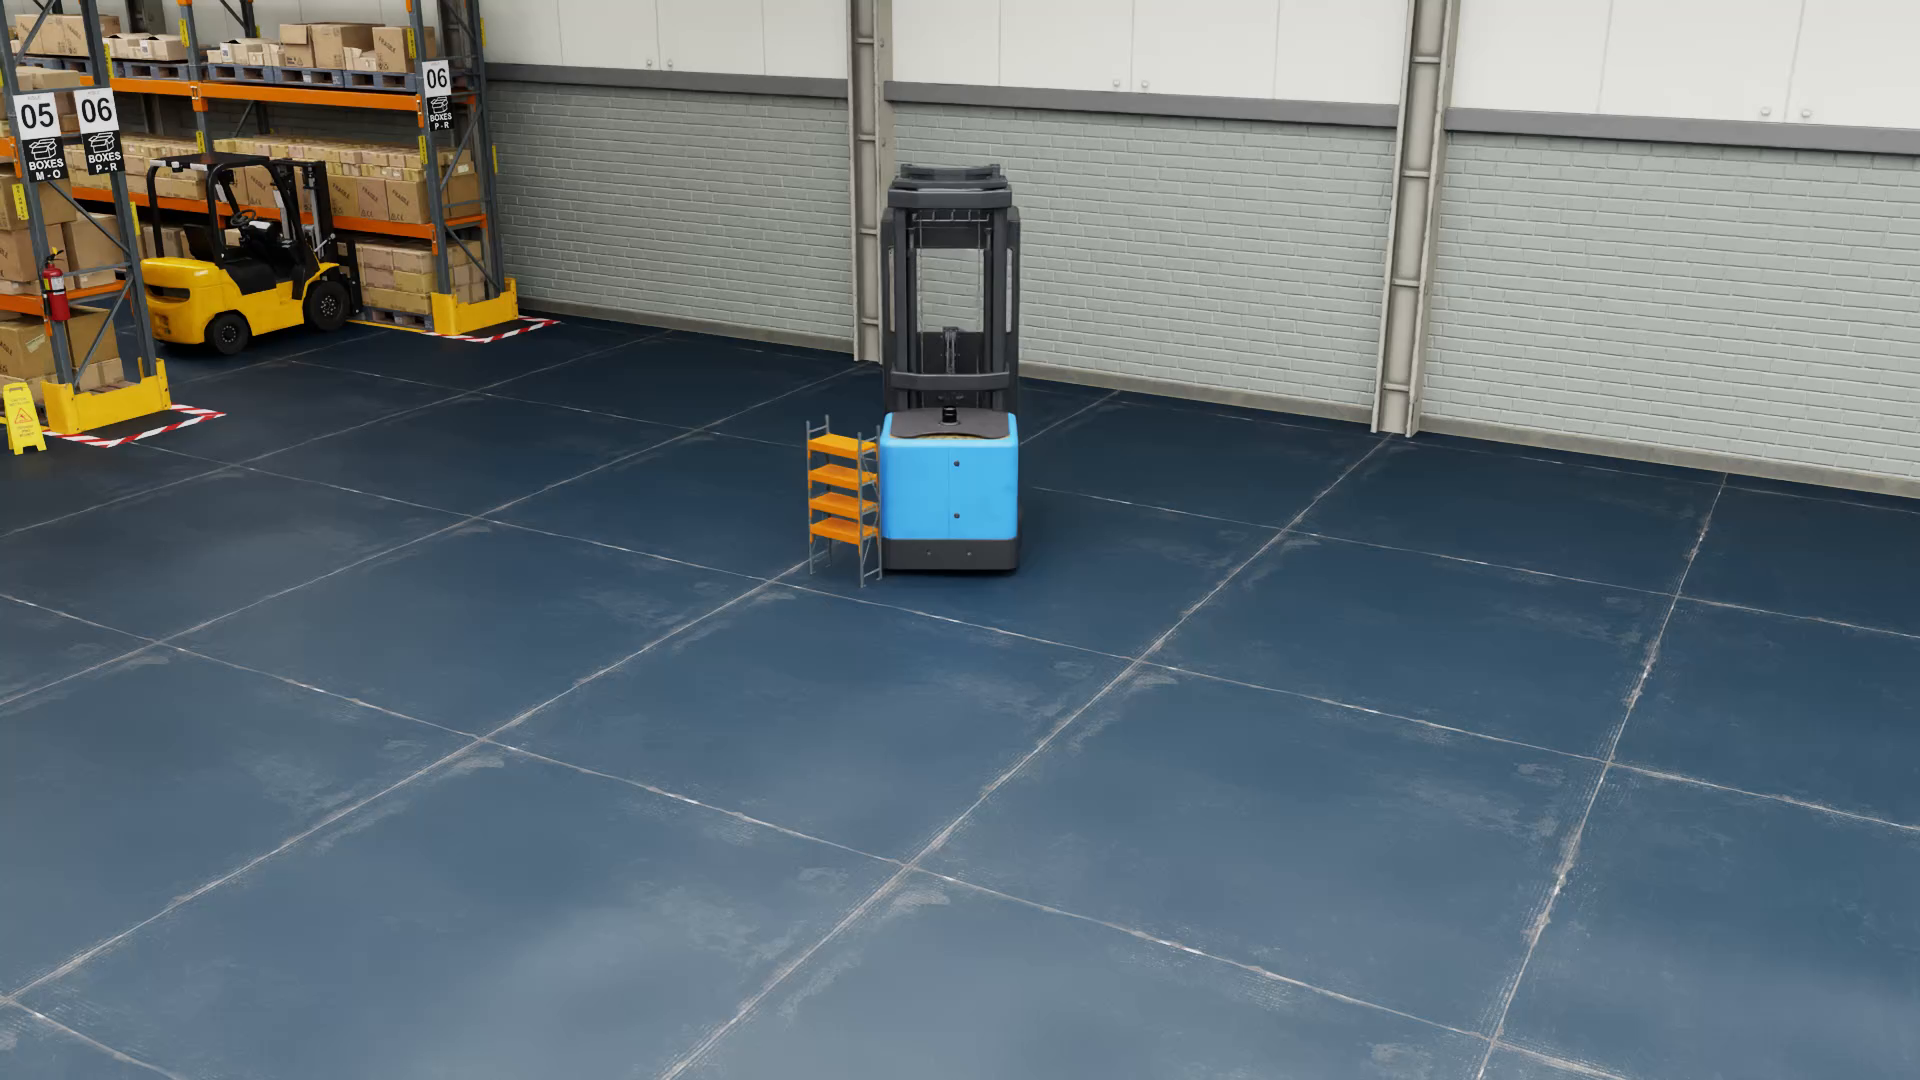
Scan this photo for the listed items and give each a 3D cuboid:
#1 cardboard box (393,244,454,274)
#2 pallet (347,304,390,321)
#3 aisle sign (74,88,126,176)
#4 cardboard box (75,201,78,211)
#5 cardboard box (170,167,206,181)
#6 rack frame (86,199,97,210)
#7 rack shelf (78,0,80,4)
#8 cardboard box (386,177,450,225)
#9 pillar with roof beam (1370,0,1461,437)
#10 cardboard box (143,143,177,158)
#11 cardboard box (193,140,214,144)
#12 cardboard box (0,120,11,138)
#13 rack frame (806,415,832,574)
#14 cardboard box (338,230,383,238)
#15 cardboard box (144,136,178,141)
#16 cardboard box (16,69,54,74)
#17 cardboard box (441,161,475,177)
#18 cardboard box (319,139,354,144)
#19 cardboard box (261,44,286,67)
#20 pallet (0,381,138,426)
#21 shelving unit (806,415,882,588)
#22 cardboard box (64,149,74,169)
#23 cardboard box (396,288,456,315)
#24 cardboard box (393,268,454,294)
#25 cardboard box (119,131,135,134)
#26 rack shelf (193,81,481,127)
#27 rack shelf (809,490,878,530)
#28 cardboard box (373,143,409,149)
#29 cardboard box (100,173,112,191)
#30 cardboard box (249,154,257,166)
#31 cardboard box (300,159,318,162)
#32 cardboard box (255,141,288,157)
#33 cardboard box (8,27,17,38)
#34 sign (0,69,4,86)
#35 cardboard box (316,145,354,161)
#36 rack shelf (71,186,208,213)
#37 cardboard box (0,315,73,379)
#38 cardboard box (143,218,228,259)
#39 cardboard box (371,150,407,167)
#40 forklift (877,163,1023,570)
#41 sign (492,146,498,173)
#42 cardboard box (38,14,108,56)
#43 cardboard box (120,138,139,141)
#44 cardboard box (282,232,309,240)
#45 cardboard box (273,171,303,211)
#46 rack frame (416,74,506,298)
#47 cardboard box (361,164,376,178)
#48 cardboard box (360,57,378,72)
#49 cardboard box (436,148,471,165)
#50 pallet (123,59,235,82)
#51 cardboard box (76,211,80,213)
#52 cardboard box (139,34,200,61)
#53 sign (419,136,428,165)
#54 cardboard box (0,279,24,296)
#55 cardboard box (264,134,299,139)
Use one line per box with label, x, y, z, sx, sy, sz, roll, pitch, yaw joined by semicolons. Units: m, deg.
cardboard box;-6.595;-3.452;20.434;0.500;0.250;0.500;12;23;29
pallet;-7.790;-3.101;21.604;1.213;0.211;1.003;11;23;27
aisle sign;-8.253;-3.920;15.959;0.004;0.787;0.394;11;23;27
cardboard box;-13.328;-4.931;24.659;0.250;0.149;0.380;12;23;30
cardboard box;-10.086;-4.929;22.041;0.500;0.250;0.500;10;22;26
rack frame;-13.025;-5.424;23.920;0.127;3.000;1.000;11;23;27
rack shelf;-10.204;-5.429;16.194;4.000;0.370;1.077;11;23;27
cardboard box;-6.598;-4.144;20.245;0.500;0.500;0.500;10;22;26
pillar with roof beam;2.168;-4.021;11.253;0.400;9.000;9.100;11;23;27
cardboard box;-10.656;-5.200;22.203;0.250;0.149;0.380;10;22;26
cardboard box;-10.161;-5.335;22.577;0.250;0.149;0.380;11;23;27
cardboard box;-8.906;-3.884;15.642;0.250;0.149;0.380;11;23;28
rack frame;-1.060;-0.338;12.535;0.015;1.200;0.240;14;24;33
cardboard box;-7.681;-3.861;21.559;0.500;0.250;0.500;10;22;26
cardboard box;-11.043;-5.501;23.033;0.250;0.149;0.380;11;23;28
cardboard box;-8.897;-4.439;16.005;0.250;0.149;0.380;11;23;27
cardboard box;-6.210;-4.579;20.493;0.250;0.149;0.380;10;22;26
cardboard box;-8.004;-5.065;21.395;0.250;0.149;0.380;11;22;27
cardboard box;-8.385;-6.013;20.579;0.258;0.266;0.396;10;22;26
pallet;-9.217;-1.463;17.088;1.213;0.211;1.003;11;23;27
shelving unit;-0.861;-0.290;12.401;0.503;1.200;0.258;14;24;33
cardboard box;-12.320;-5.359;23.226;0.500;0.250;0.500;12;23;29
cardboard box;-6.605;-2.983;20.605;0.500;0.250;0.500;11;23;28
cardboard box;-6.618;-3.222;20.531;0.500;0.250;0.500;10;22;27
cardboard box;-11.915;-5.691;23.557;0.250;0.149;0.380;10;22;26
rack shelf;-7.787;-5.498;20.780;4.000;0.370;1.077;11;23;27
rack shelf;-0.862;-0.226;12.424;0.480;0.148;0.258;14;24;33
cardboard box;-7.130;-4.880;20.886;0.250;0.149;0.380;12;23;29
cardboard box;-11.415;-4.952;22.837;0.500;0.250;0.500;12;23;29
cardboard box;-8.915;-4.902;21.382;0.250;0.149;0.380;11;23;27
cardboard box;-8.043;-4.717;20.871;0.250;0.149;0.380;10;22;26
cardboard box;-8.725;-4.980;21.160;0.250;0.149;0.380;11;23;28
cardboard box;-13.419;-7.286;23.851;0.250;0.149;0.380;11;23;28
sign;-8.746;-4.280;15.068;0.005;0.325;0.100;11;23;27
cardboard box;-7.798;-4.836;20.763;0.250;0.149;0.380;11;23;28
rack shelf;-11.279;-4.753;23.125;4.000;0.370;1.077;11;23;27
cardboard box;-9.285;-1.928;16.599;0.500;0.500;0.500;11;23;28
cardboard box;-10.668;-4.055;23.011;0.625;0.625;0.875;11;22;27
cardboard box;-6.928;-4.650;20.250;0.250;0.149;0.380;11;23;28
forklift;-0.072;-1.604;13.488;1.130;2.935;3.031;0;20;0
sign;-5.765;-4.702;20.544;0.005;0.325;0.100;11;23;27
cardboard box;-12.022;-6.879;22.621;0.500;0.500;0.700;10;22;26
cardboard box;-11.484;-5.409;22.781;0.250;0.149;0.380;11;23;27
cardboard box;-8.382;-3.793;21.372;0.500;0.250;0.500;12;23;29
cardboard box;-8.367;-4.489;21.195;0.500;0.500;0.500;11;22;27
rack frame;-6.041;-4.094;20.252;0.127;3.000;1.000;11;23;27
cardboard box;-7.125;-4.560;20.438;0.250;0.149;0.380;11;22;27
cardboard box;-6.912;-5.678;19.825;0.250;0.149;0.380;10;22;26
cardboard box;-6.230;-4.705;20.403;0.250;0.149;0.380;10;22;26
pallet;-10.309;-6.222;22.001;1.217;0.209;0.805;10;22;25
cardboard box;-9.190;-3.049;16.788;0.500;0.500;0.500;12;23;29
cardboard box;-10.283;-6.419;21.633;0.500;0.311;0.500;10;22;26
sign;-6.317;-4.590;19.575;0.005;0.325;0.100;11;23;27
cardboard box;-9.164;-2.505;16.240;0.250;0.149;0.380;10;22;27
cardboard box;-8.908;-5.234;21.860;0.250;0.149;0.380;10;22;26
